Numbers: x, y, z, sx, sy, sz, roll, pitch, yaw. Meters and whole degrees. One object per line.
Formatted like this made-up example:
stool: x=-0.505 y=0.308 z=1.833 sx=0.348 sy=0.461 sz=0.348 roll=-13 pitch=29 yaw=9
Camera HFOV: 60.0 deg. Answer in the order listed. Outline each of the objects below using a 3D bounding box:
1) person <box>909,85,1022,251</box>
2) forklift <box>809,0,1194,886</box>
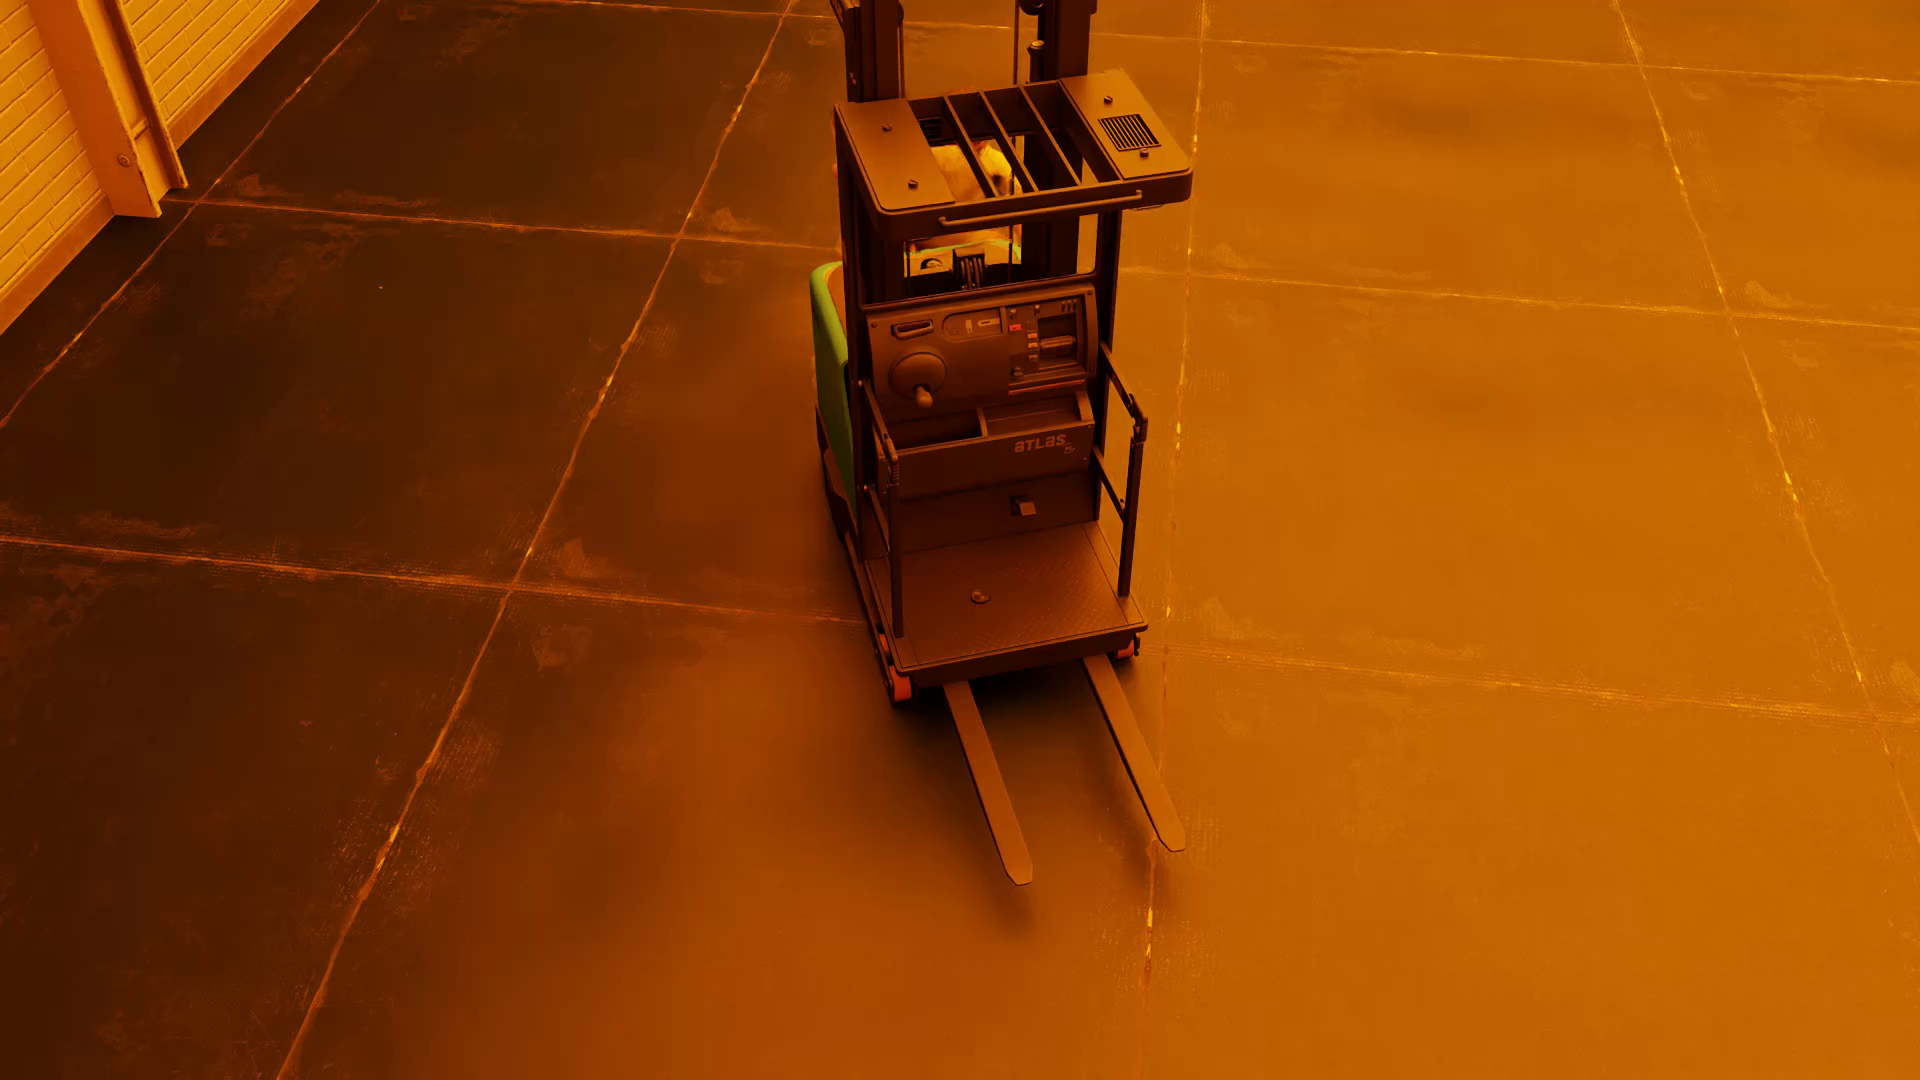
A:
person: x=0.059 y=-1.580 z=8.519 sx=1.039 sy=1.553 sz=0.501 roll=14 pitch=44 yaw=15
forklift: x=0.153 y=-0.681 z=6.465 sx=1.130 sy=2.935 sz=3.031 roll=-10 pitch=44 yaw=-11
